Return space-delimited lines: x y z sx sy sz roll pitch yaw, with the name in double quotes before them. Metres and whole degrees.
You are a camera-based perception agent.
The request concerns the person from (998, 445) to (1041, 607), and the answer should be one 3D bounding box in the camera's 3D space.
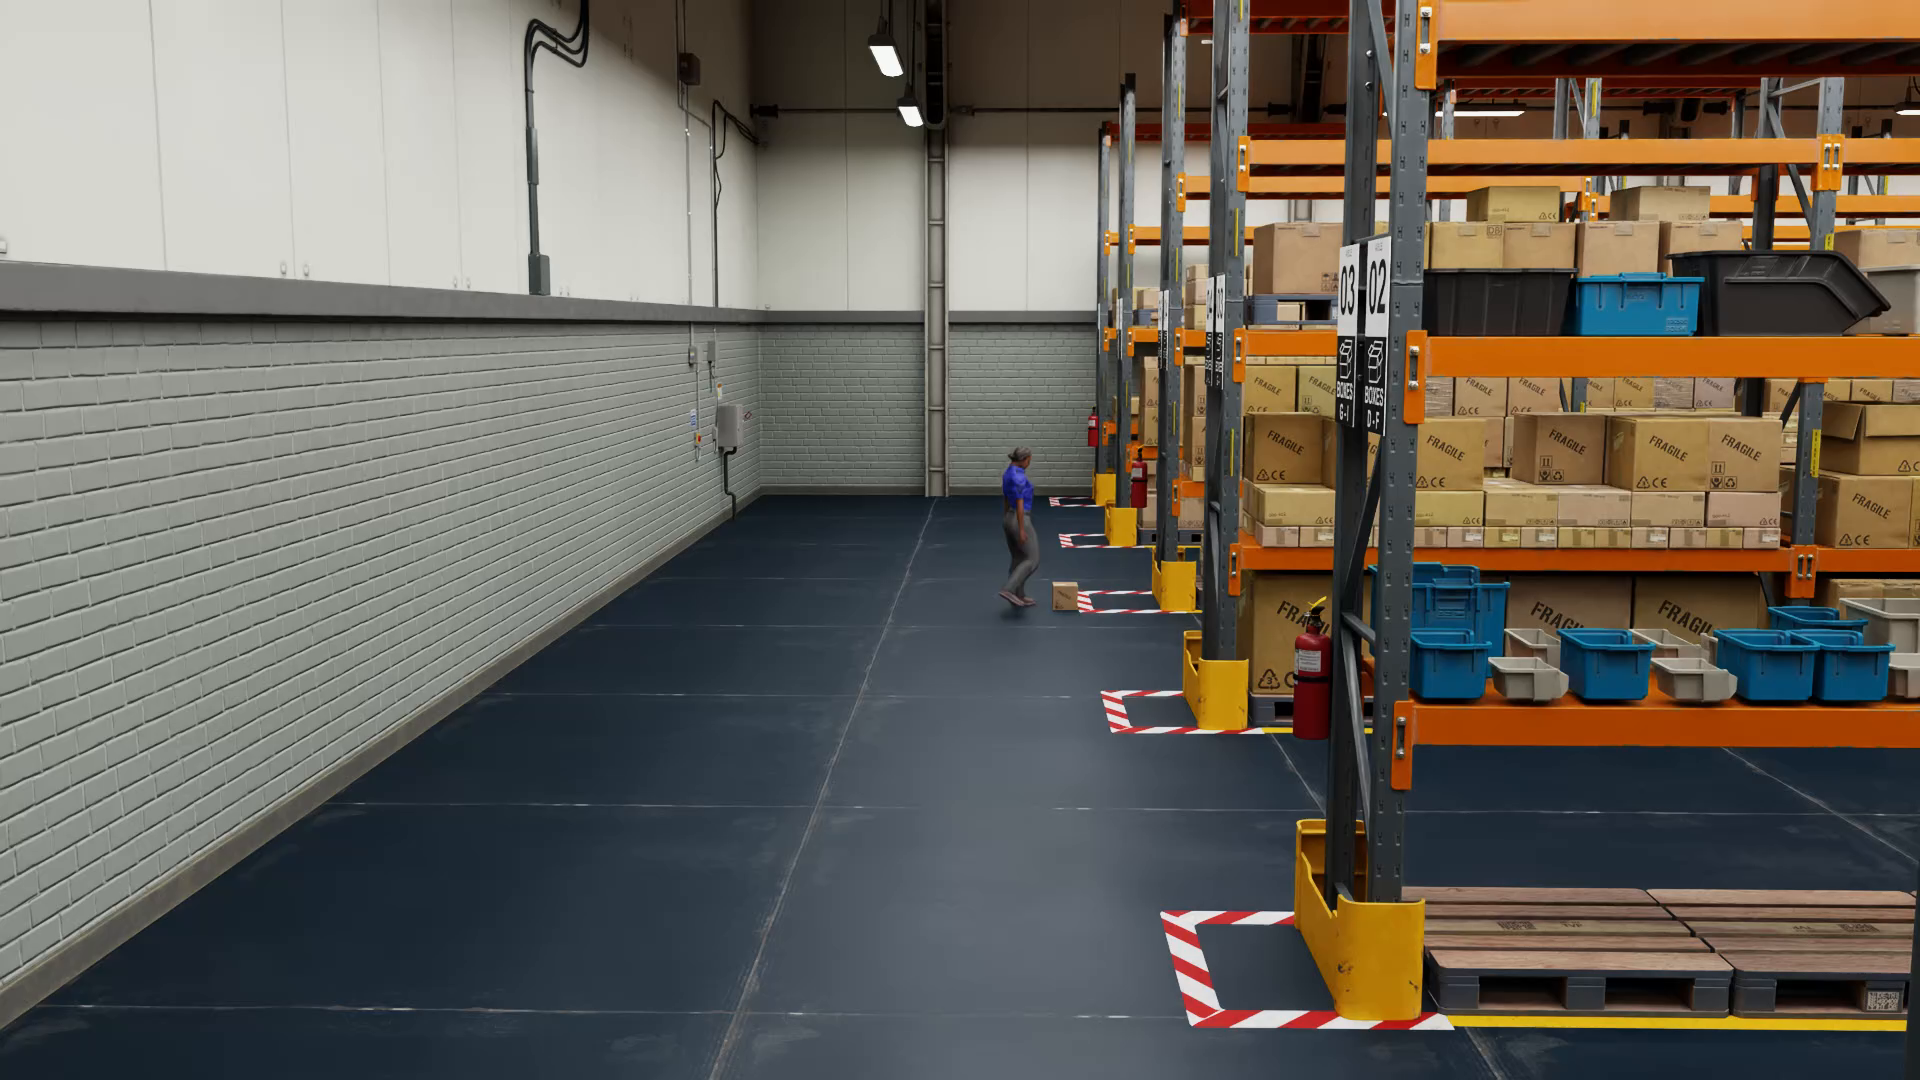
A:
"person" 0.582 -0.123 16.737 0.523 1.648 0.541 -2 8 -16
